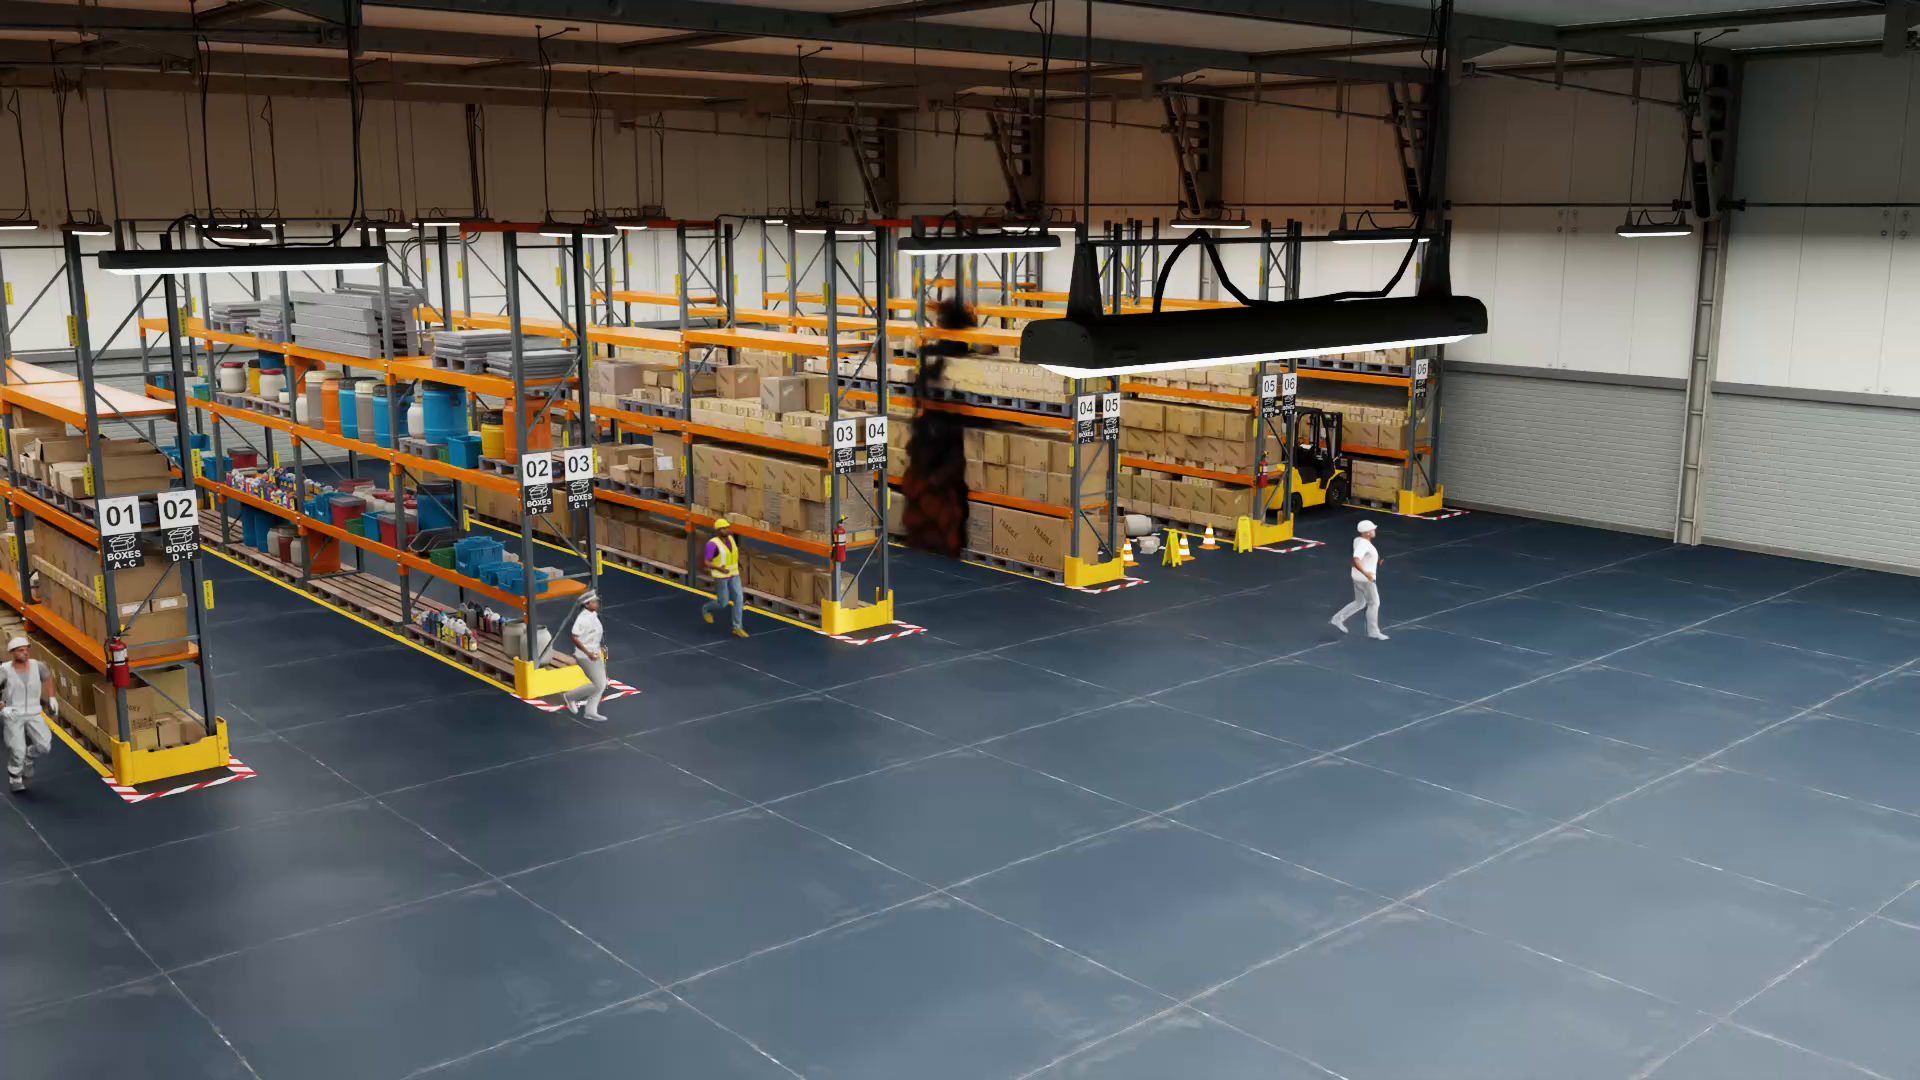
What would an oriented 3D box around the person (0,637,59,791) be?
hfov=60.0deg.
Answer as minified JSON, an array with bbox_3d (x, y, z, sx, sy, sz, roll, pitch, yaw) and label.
[{"bbox_3d":[-10.175,1.891,18.119,0.557,1.717,0.719,10,15,40],"label":"person"}]

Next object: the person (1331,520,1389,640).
[{"bbox_3d":[5.924,0.585,24.479,0.849,1.777,0.695,0,11,0],"label":"person"}]

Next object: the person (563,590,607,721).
[{"bbox_3d":[-4.663,1.432,20.639,0.531,1.669,0.599,0,11,2],"label":"person"}]

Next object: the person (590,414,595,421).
[{"bbox_3d":[-9.237,-2.675,41.043,0.574,1.671,0.731,-3,12,-14],"label":"person"}]

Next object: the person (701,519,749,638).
[{"bbox_3d":[-3.503,0.544,24.819,0.932,1.754,0.712,10,15,41],"label":"person"}]
